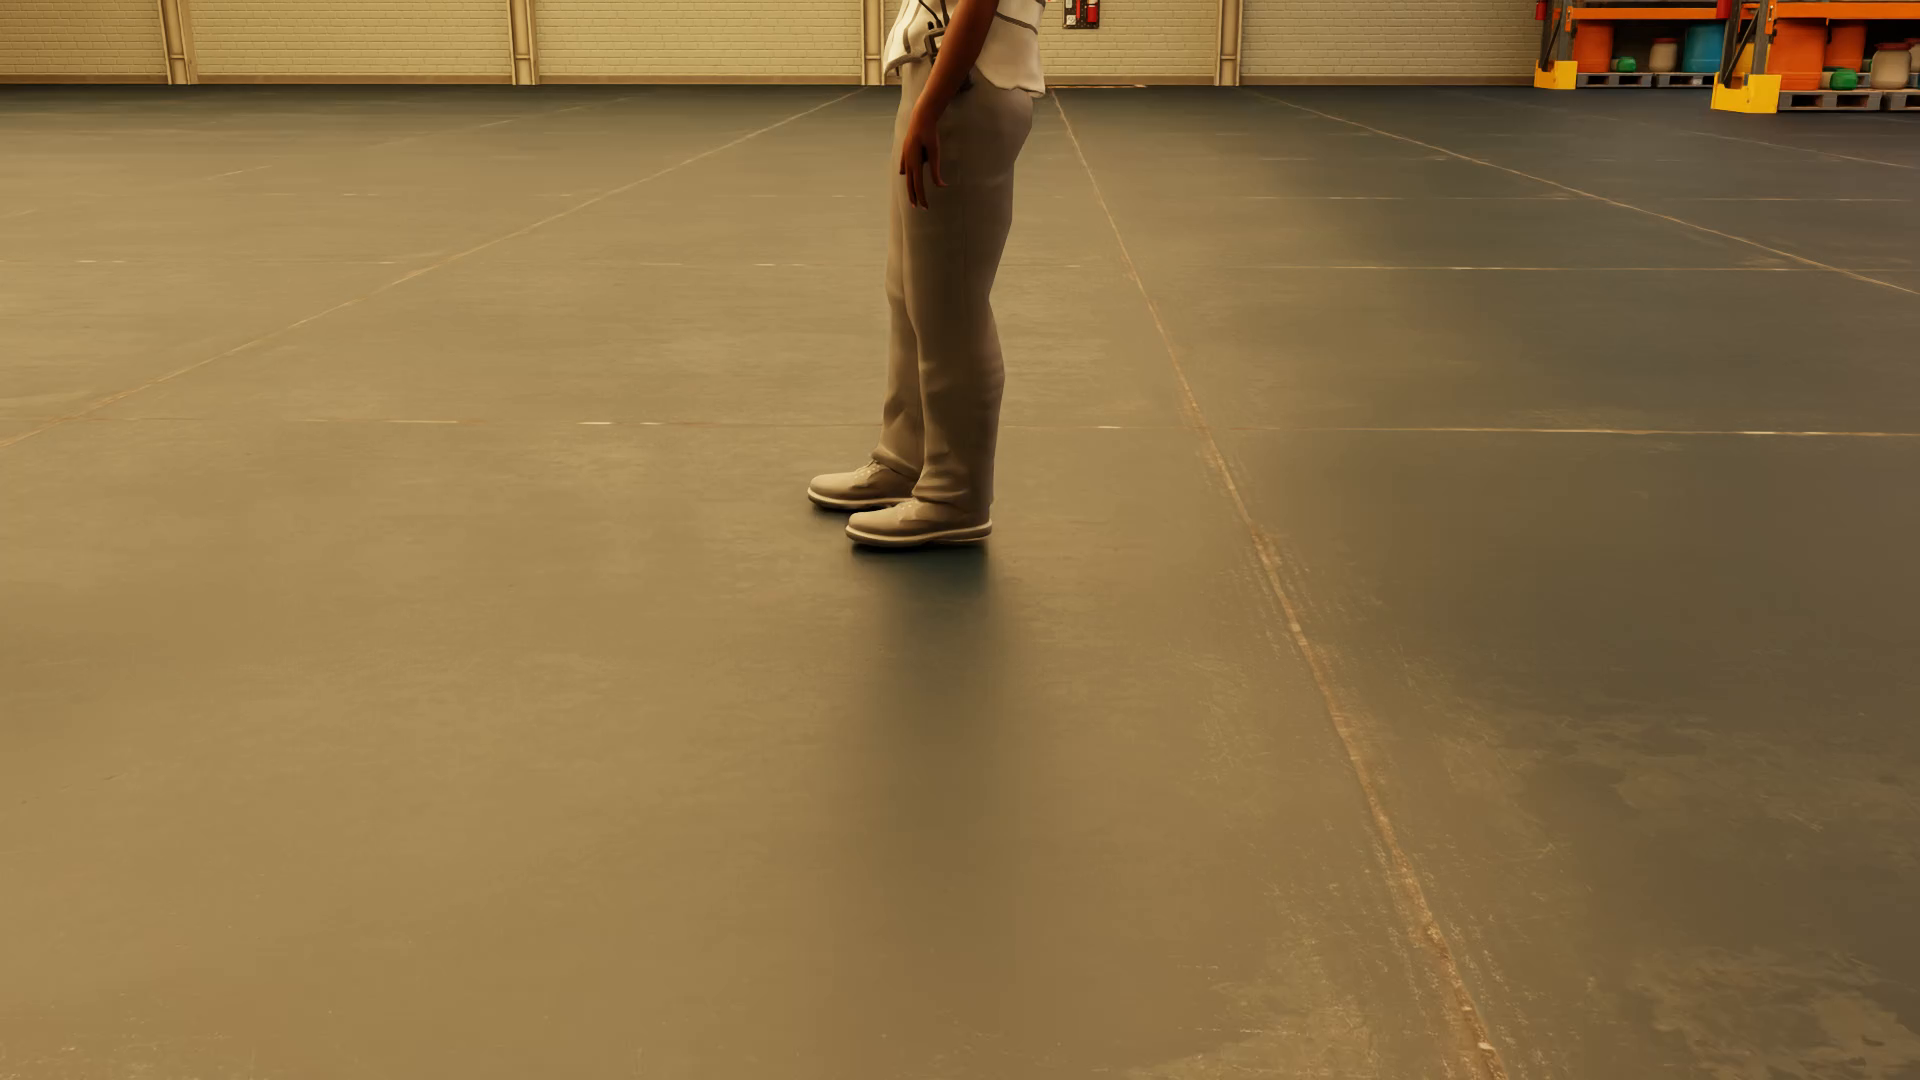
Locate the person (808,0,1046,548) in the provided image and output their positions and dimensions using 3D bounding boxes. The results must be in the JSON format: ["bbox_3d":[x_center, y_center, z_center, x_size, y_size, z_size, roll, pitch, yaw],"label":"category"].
[{"bbox_3d":[-0.074,-0.821,3.140,0.530,1.692,0.569,1,17,2],"label":"person"}]
